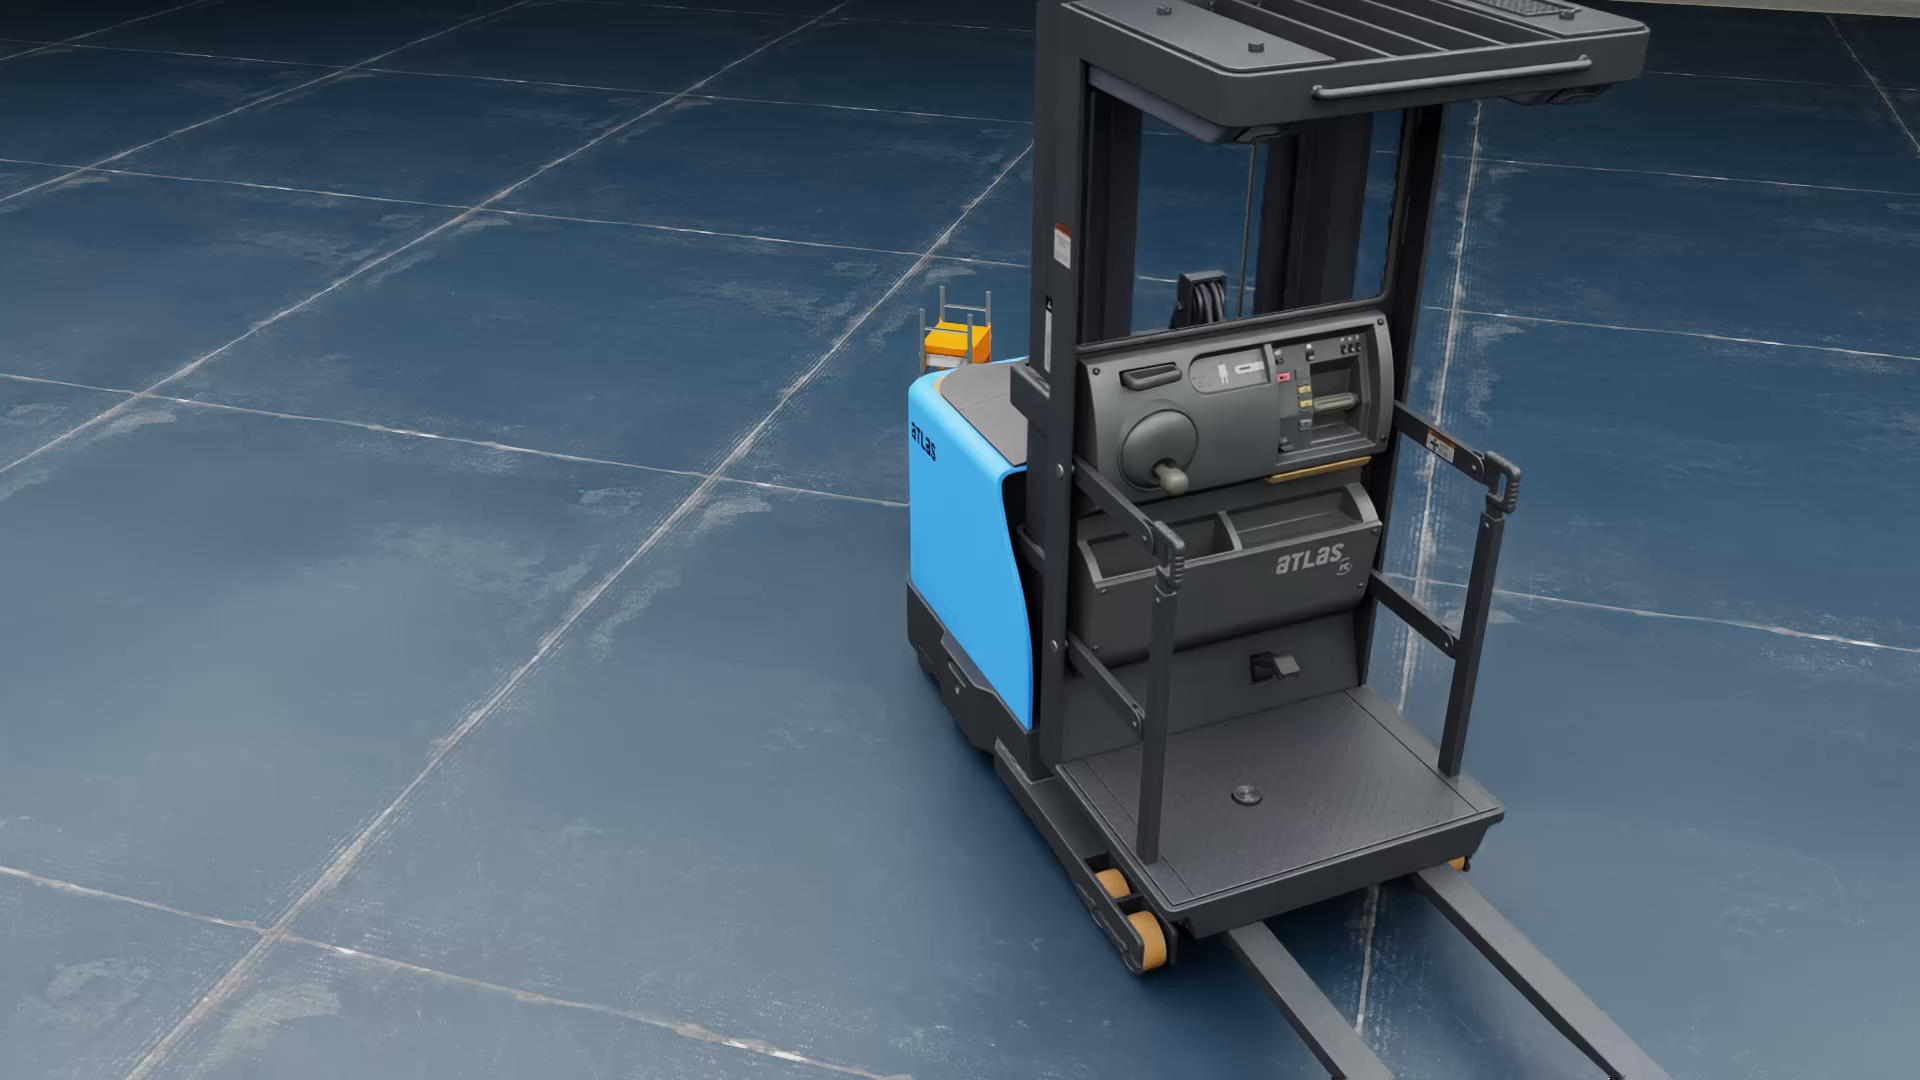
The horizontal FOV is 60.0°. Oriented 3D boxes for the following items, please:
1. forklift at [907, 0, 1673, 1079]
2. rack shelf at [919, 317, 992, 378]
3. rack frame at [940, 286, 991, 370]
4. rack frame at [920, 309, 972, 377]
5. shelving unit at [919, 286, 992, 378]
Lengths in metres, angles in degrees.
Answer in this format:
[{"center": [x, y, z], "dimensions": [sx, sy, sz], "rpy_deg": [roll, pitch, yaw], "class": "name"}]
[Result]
[{"center": [0.852, -0.323, 4.315], "dimensions": [1.130, 2.935, 3.031], "rpy_deg": [-12, 31, -20], "class": "forklift"}, {"center": [-0.016, -0.673, 6.317], "dimensions": [0.215, 0.259, 0.240], "rpy_deg": [8, 30, 15], "class": "rack shelf"}, {"center": [0.020, -0.491, 6.552], "dimensions": [0.200, 1.050, 0.008], "rpy_deg": [8, 30, 15], "class": "rack frame"}, {"center": [-0.052, -0.377, 6.348], "dimensions": [0.200, 1.050, 0.008], "rpy_deg": [8, 30, 15], "class": "rack frame"}, {"center": [-0.016, -0.434, 6.450], "dimensions": [0.215, 1.050, 0.252], "rpy_deg": [8, 30, 15], "class": "shelving unit"}]
